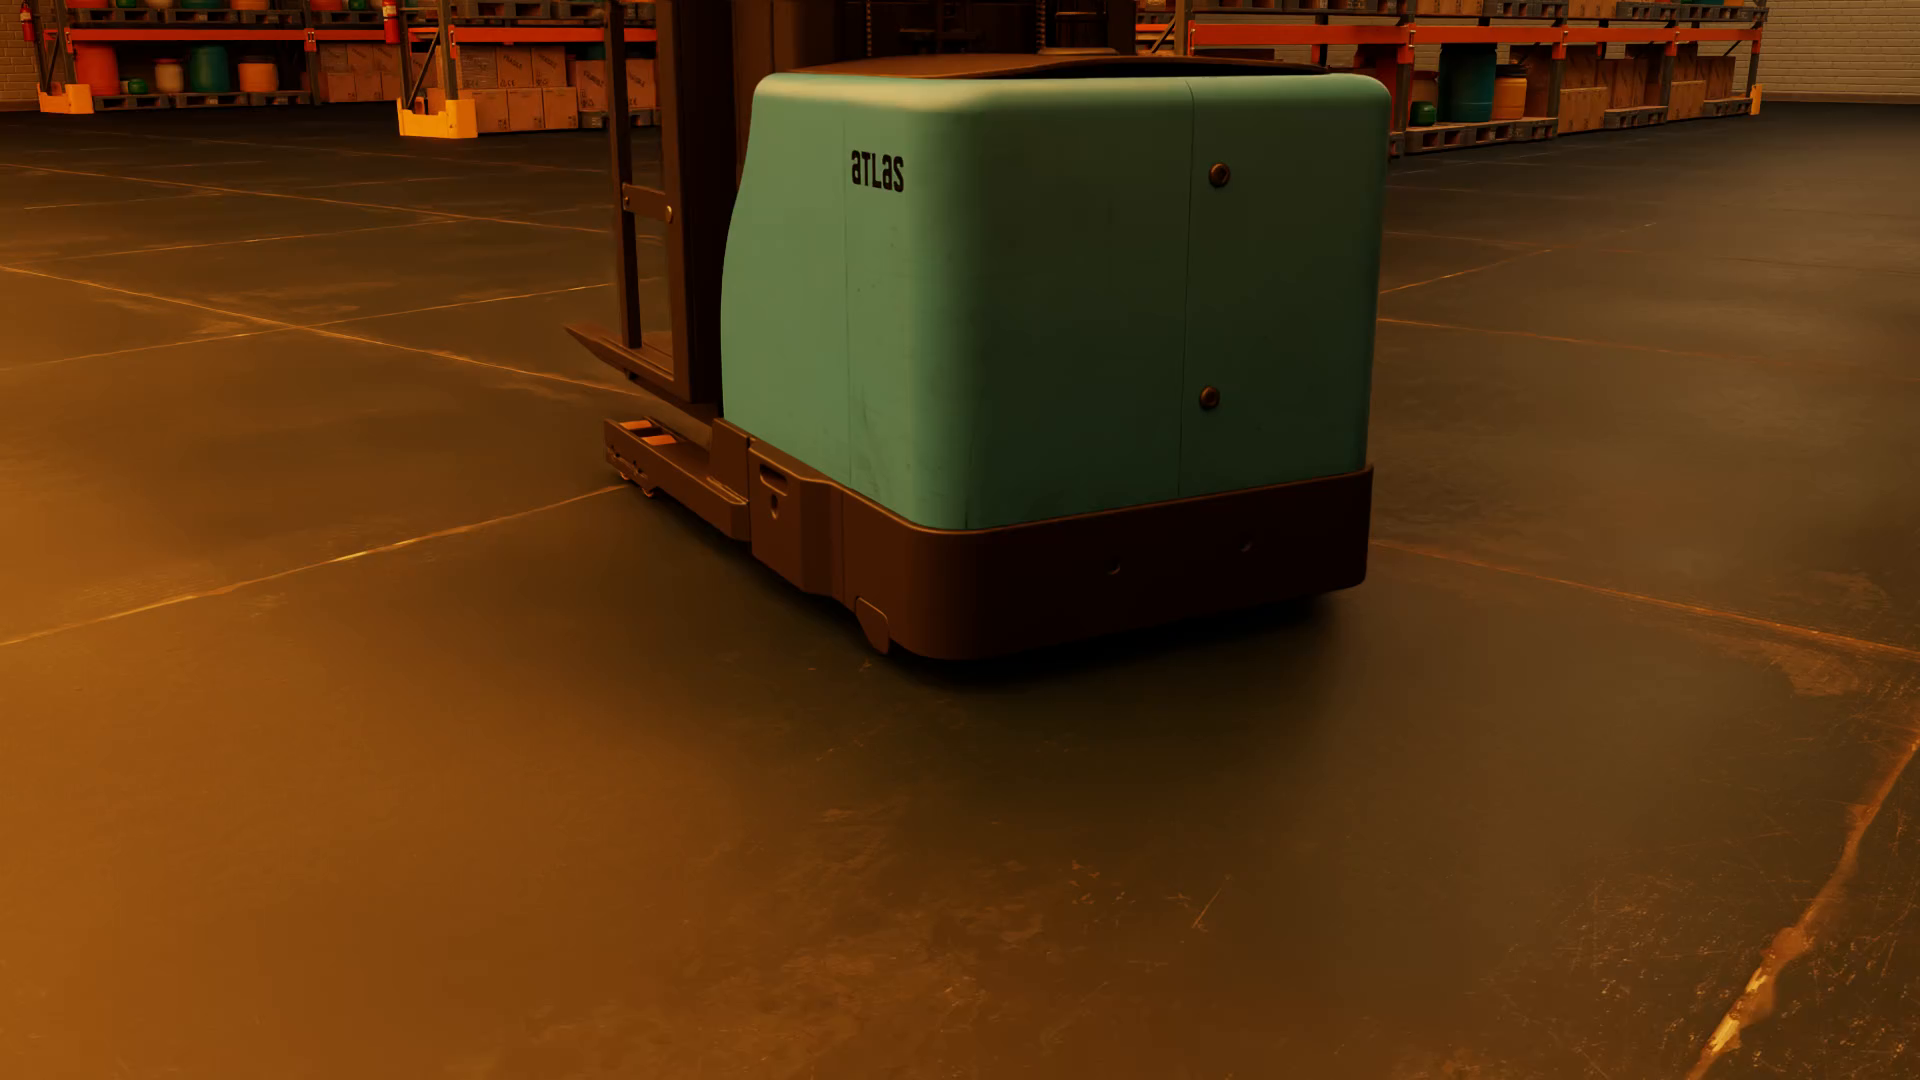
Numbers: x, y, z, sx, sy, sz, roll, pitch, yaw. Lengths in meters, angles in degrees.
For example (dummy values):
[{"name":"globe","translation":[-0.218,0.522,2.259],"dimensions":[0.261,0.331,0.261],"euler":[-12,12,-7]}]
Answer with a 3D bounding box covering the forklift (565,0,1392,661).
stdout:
[{"name":"forklift","translation":[-0.300,-1.565,4.052],"dimensions":[1.130,2.935,3.031],"euler":[-9,19,-27]}]
